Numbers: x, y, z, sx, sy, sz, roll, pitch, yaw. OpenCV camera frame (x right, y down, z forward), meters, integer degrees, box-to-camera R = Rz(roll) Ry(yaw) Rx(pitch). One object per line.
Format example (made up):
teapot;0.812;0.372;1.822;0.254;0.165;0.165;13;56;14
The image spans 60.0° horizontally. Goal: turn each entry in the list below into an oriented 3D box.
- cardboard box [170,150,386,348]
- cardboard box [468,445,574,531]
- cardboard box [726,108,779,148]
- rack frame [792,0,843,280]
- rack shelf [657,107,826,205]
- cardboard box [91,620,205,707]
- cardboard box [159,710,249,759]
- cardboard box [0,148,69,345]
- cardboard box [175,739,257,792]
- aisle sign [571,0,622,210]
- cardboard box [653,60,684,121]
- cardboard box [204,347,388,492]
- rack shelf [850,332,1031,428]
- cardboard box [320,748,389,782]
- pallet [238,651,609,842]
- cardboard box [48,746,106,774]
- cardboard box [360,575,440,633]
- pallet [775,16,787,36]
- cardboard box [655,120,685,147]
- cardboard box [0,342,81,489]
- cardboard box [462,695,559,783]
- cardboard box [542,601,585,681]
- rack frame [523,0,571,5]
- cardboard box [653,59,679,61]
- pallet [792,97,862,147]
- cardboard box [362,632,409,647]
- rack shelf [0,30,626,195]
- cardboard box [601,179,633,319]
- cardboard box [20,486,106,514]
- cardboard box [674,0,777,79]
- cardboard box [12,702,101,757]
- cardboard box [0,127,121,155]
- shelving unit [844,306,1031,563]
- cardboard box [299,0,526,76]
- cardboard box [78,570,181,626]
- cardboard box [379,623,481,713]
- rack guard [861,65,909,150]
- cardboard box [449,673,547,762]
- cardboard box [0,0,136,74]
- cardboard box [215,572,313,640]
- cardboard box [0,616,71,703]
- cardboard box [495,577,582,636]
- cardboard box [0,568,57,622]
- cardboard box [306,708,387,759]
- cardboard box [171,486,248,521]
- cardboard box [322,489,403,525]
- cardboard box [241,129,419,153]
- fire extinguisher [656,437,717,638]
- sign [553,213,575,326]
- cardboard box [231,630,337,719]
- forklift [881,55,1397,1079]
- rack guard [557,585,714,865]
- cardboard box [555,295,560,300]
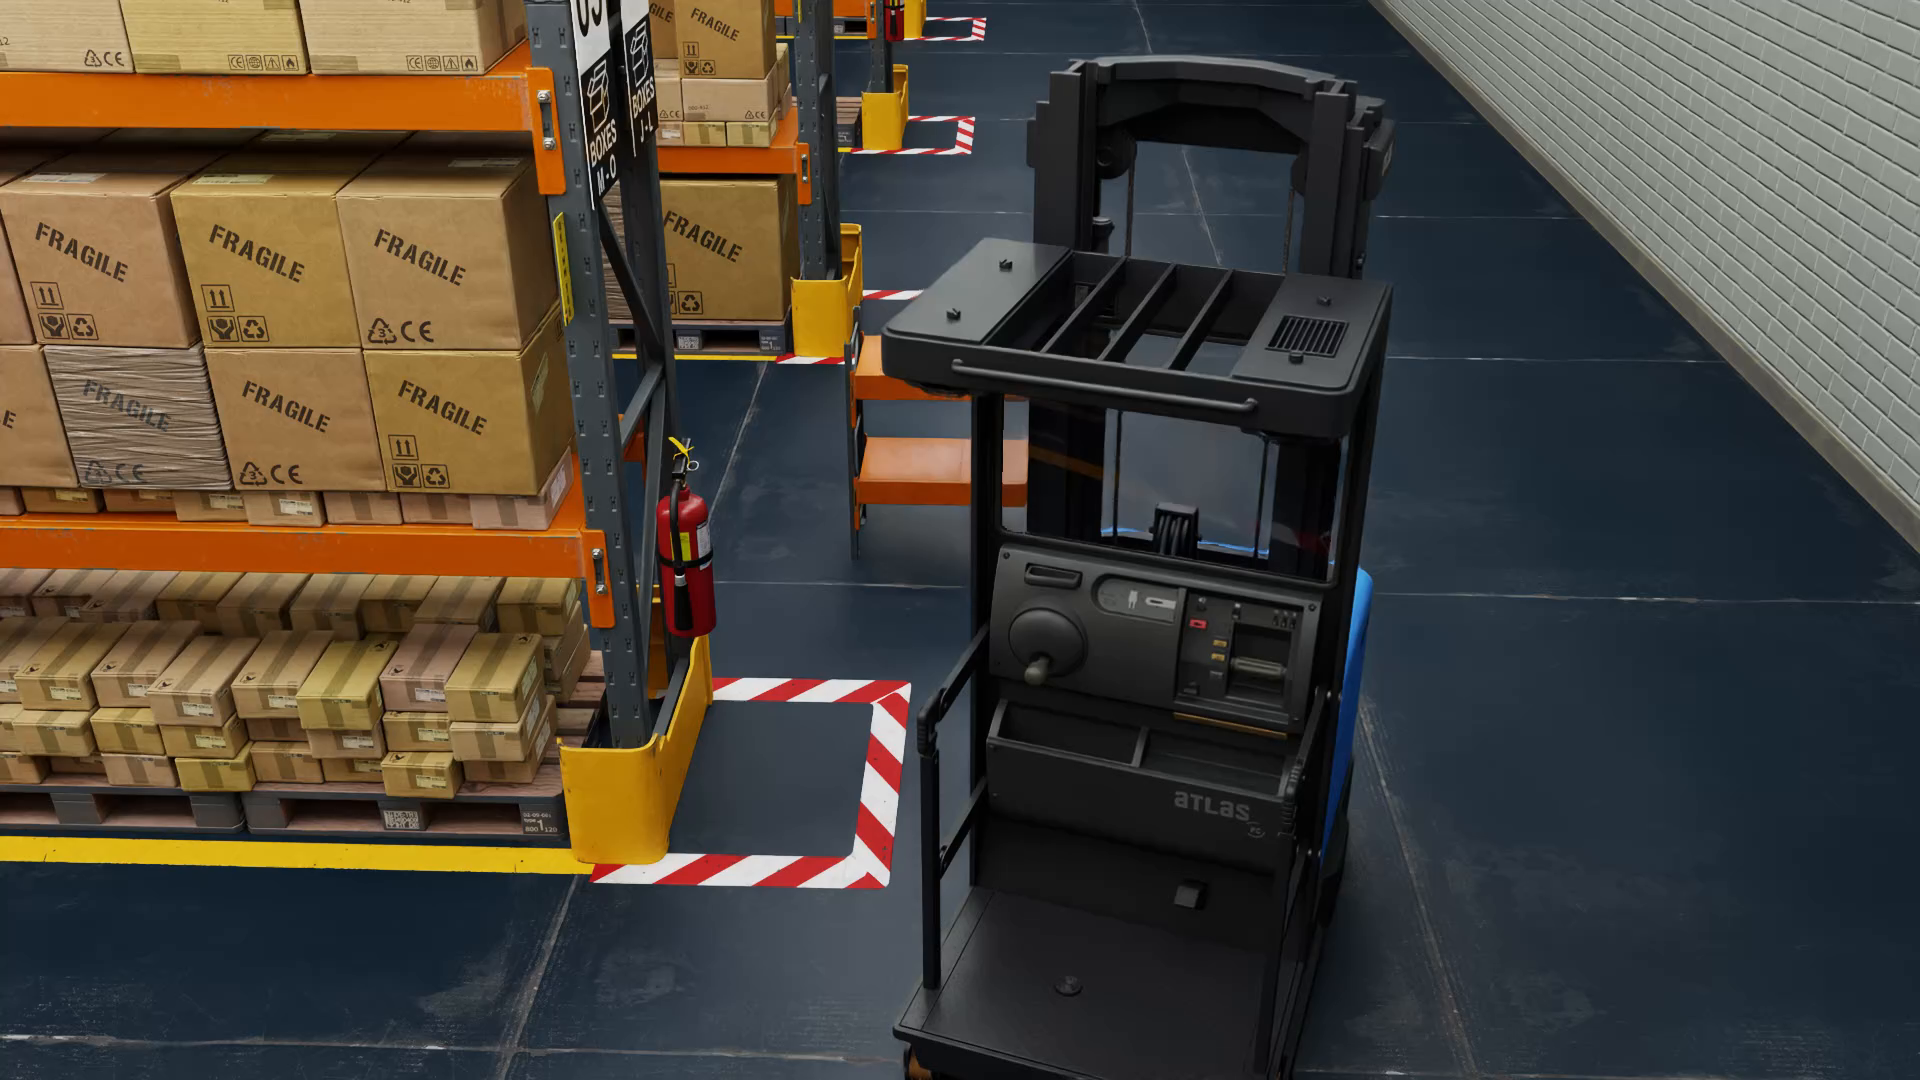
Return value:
cardboard box;-2.125;-0.939;5.327;0.500;0.500;0.500;0;28;0
cardboard box;-1.489;-0.184;5.663;0.250;0.149;0.380;1;28;2
cardboard box;-1.244;-2.483;9.999;0.250;0.149;0.380;1;28;3
rack frame;-0.877;-2.742;10.220;0.127;3.000;1.000;1;28;2
rack shelf;-2.876;-2.457;10.451;4.000;0.370;1.077;1;28;2
cardboard box;-2.990;0.455;6.150;0.250;0.149;0.380;0;28;0
cardboard box;-2.728;0.635;6.127;0.250;0.149;0.380;1;28;3
cardboard box;-3.174;-0.950;5.348;0.500;0.500;0.500;0;28;0
cardboard box;-2.712;0.767;6.197;0.250;0.149;0.380;0;28;0
aisle sign;-1.091;-1.429;4.967;0.004;0.787;0.394;1;28;2
cardboard box;-1.877;-2.700;9.982;0.500;0.250;0.500;0;28;1
cardboard box;-2.126;-0.495;5.558;0.500;0.500;0.500;1;28;1
rack shelf;0.007;-0.755;7.849;1.000;0.278;0.538;1;28;2
cardboard box;-2.208;0.739;6.248;0.250;0.149;0.380;1;28;2
pallet;-2.040;0.779;6.555;1.213;0.211;1.003;1;28;2
cardboard box;-3.235;0.713;6.297;0.250;0.149;0.380;2;28;3
cardboard box;-2.192;0.209;6.613;0.250;0.149;0.380;1;28;2
pallet;-2.612;-6.182;19.687;1.213;0.211;1.003;1;28;2
cardboard box;-1.756;-2.491;10.014;0.250;0.149;0.380;1;28;2
cardboard box;-3.131;-0.512;5.590;0.500;0.500;0.500;2;28;4
cardboard box;-1.686;0.741;6.245;0.250;0.149;0.380;1;28;3
cardboard box;-1.667;0.392;6.586;0.250;0.149;0.380;2;28;4
rack frame;-1.153;-3.073;4.438;0.127;3.000;1.000;1;28;2
cardboard box;-1.867;-2.947;10.449;0.500;0.250;0.500;1;28;1
pallet;-1.525;-3.860;15.306;1.213;0.211;1.003;1;28;2
cardboard box;-2.187;0.398;6.574;0.250;0.149;0.380;1;28;2
rack shelf;-3.152;-1.462;5.372;4.000;0.370;1.077;1;28;2
cardboard box;-2.429;-1.977;10.597;0.875;0.875;0.875;1;28;2
cardboard box;-3.039;-0.243;5.775;0.250;0.149;0.380;1;28;3
cardboard box;-1.373;-3.023;9.793;0.500;0.500;0.500;1;28;2
cardboard box;-3.260;0.631;6.135;0.250;0.149;0.380;1;28;2
cardboard box;-3.125;-1.202;5.823;0.500;0.500;0.500;0;28;0
shelving unit;0.007;-0.497;7.986;1.048;1.125;0.538;1;28;2
cardboard box;-1.617;-1.565;4.956;0.500;0.250;0.500;0;28;1
cardboard box;-3.235;0.250;6.537;0.250;0.149;0.380;1;28;2
cardboard box;-1.940;0.468;6.125;0.250;0.149;0.380;1;28;3
rack guard;-0.678;-3.962;15.189;0.348;0.500;1.175;1;28;2
cardboard box;-1.690;0.646;6.107;0.250;0.149;0.380;0;28;0
cardboard box;-2.622;-1.584;4.993;0.500;0.250;0.500;2;28;4
cardboard box;-2.719;0.235;6.565;0.250;0.149;0.380;2;28;4
cardboard box;-3.498;0.441;6.175;0.250;0.149;0.380;0;28;0
cardboard box;-1.665;0.222;6.590;0.250;0.149;0.380;0;28;-1
cardboard box;-3.749;0.196;6.639;0.250;0.149;0.380;0;28;-1
cardboard box;-2.210;0.638;6.122;0.250;0.149;0.380;0;28;0
cardboard box;-2.505;-0.214;5.720;0.250;0.149;0.380;0;28;0
cardboard box;-1.987;-0.203;5.698;0.250;0.149;0.380;1;28;1
cardboard box;-2.097;-1.176;5.775;0.500;0.500;0.500;2;28;3
fire extinguisher;-0.917;-0.003;5.533;0.183;0.674;0.296;1;28;2
sign;-1.193;-0.814;5.009;0.005;0.325;0.100;1;28;2
cardboard box;-2.460;0.489;6.085;0.250;0.149;0.380;0;28;0
forklift;0.470;0.312;4.532;1.130;2.935;3.031;10;29;17
rack guard;-1.229;0.681;6.431;0.348;0.500;1.175;1;28;2
cardboard box;-1.592;-0.734;6.008;0.500;0.500;0.500;2;28;4
